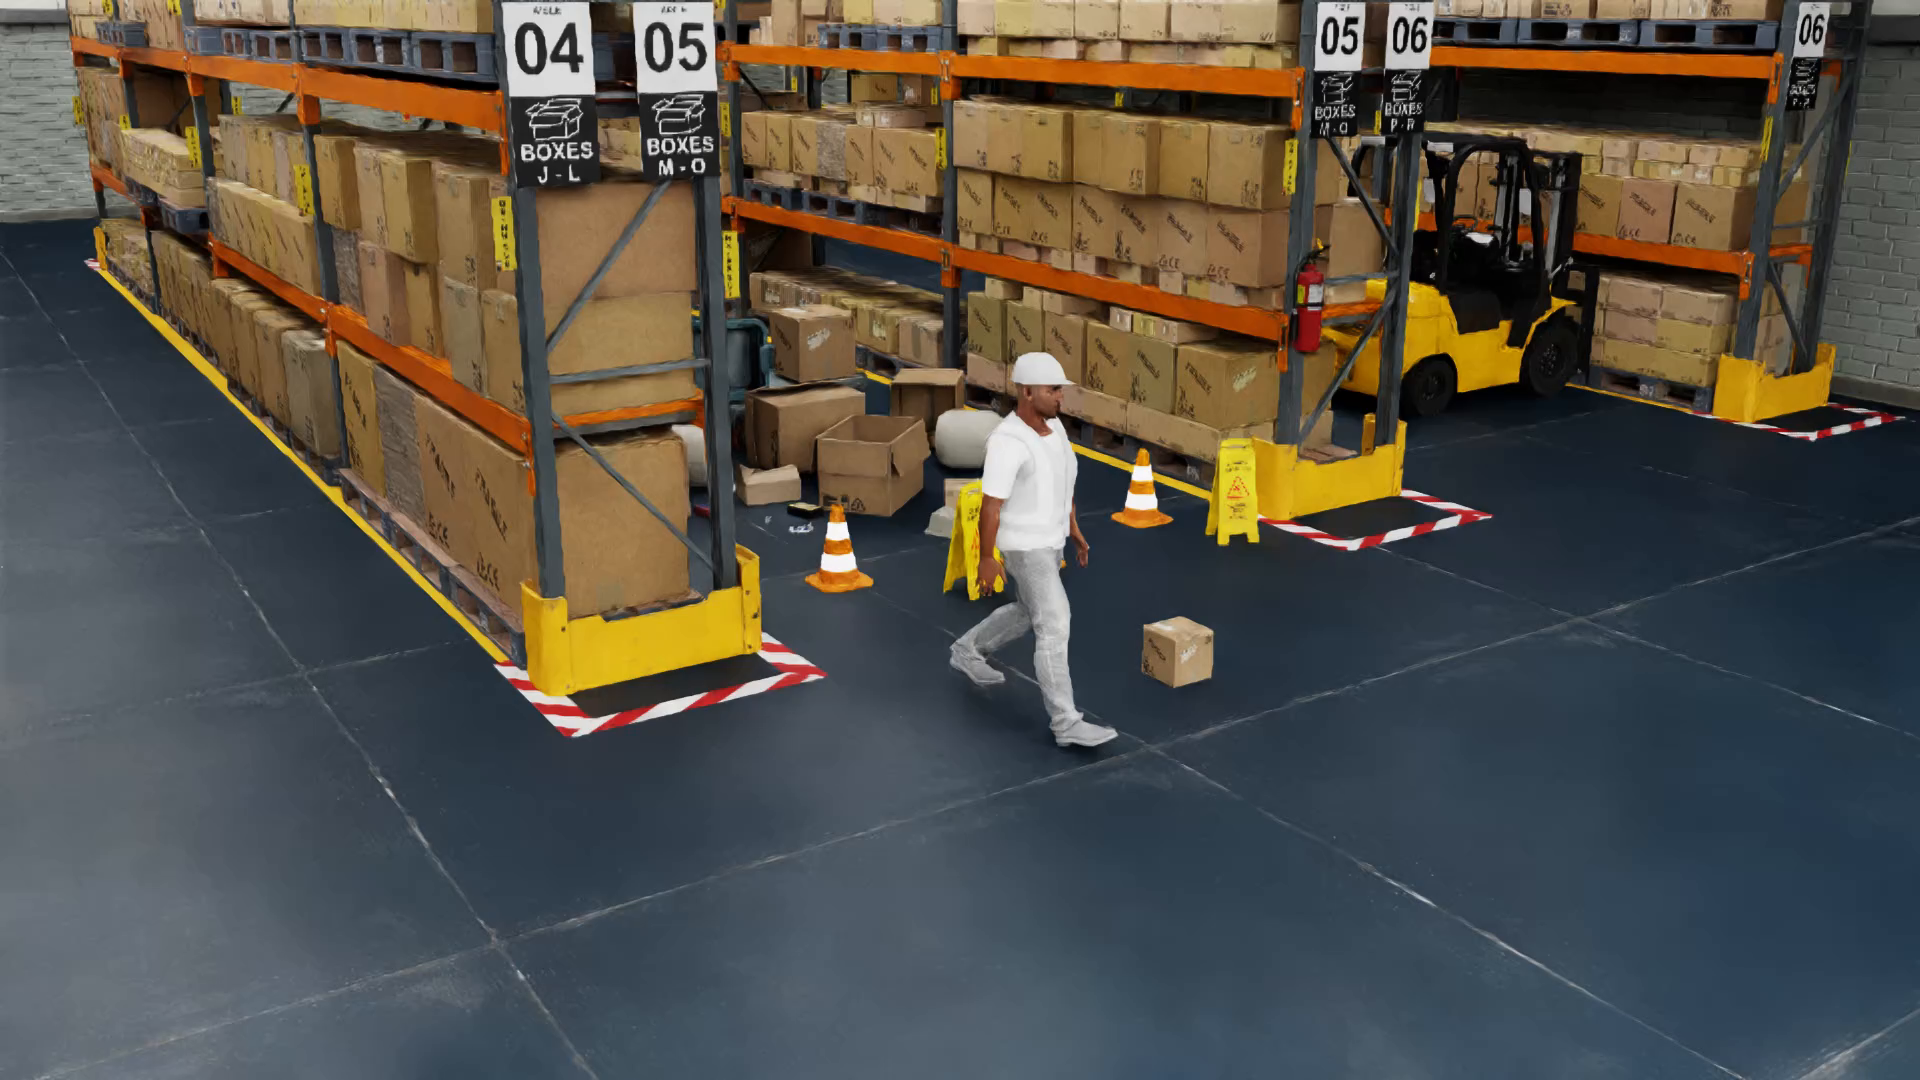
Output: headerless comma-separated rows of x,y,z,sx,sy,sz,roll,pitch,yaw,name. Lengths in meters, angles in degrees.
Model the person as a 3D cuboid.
0.338,0.009,7.526,0.968,1.731,0.618,7,19,20,person
